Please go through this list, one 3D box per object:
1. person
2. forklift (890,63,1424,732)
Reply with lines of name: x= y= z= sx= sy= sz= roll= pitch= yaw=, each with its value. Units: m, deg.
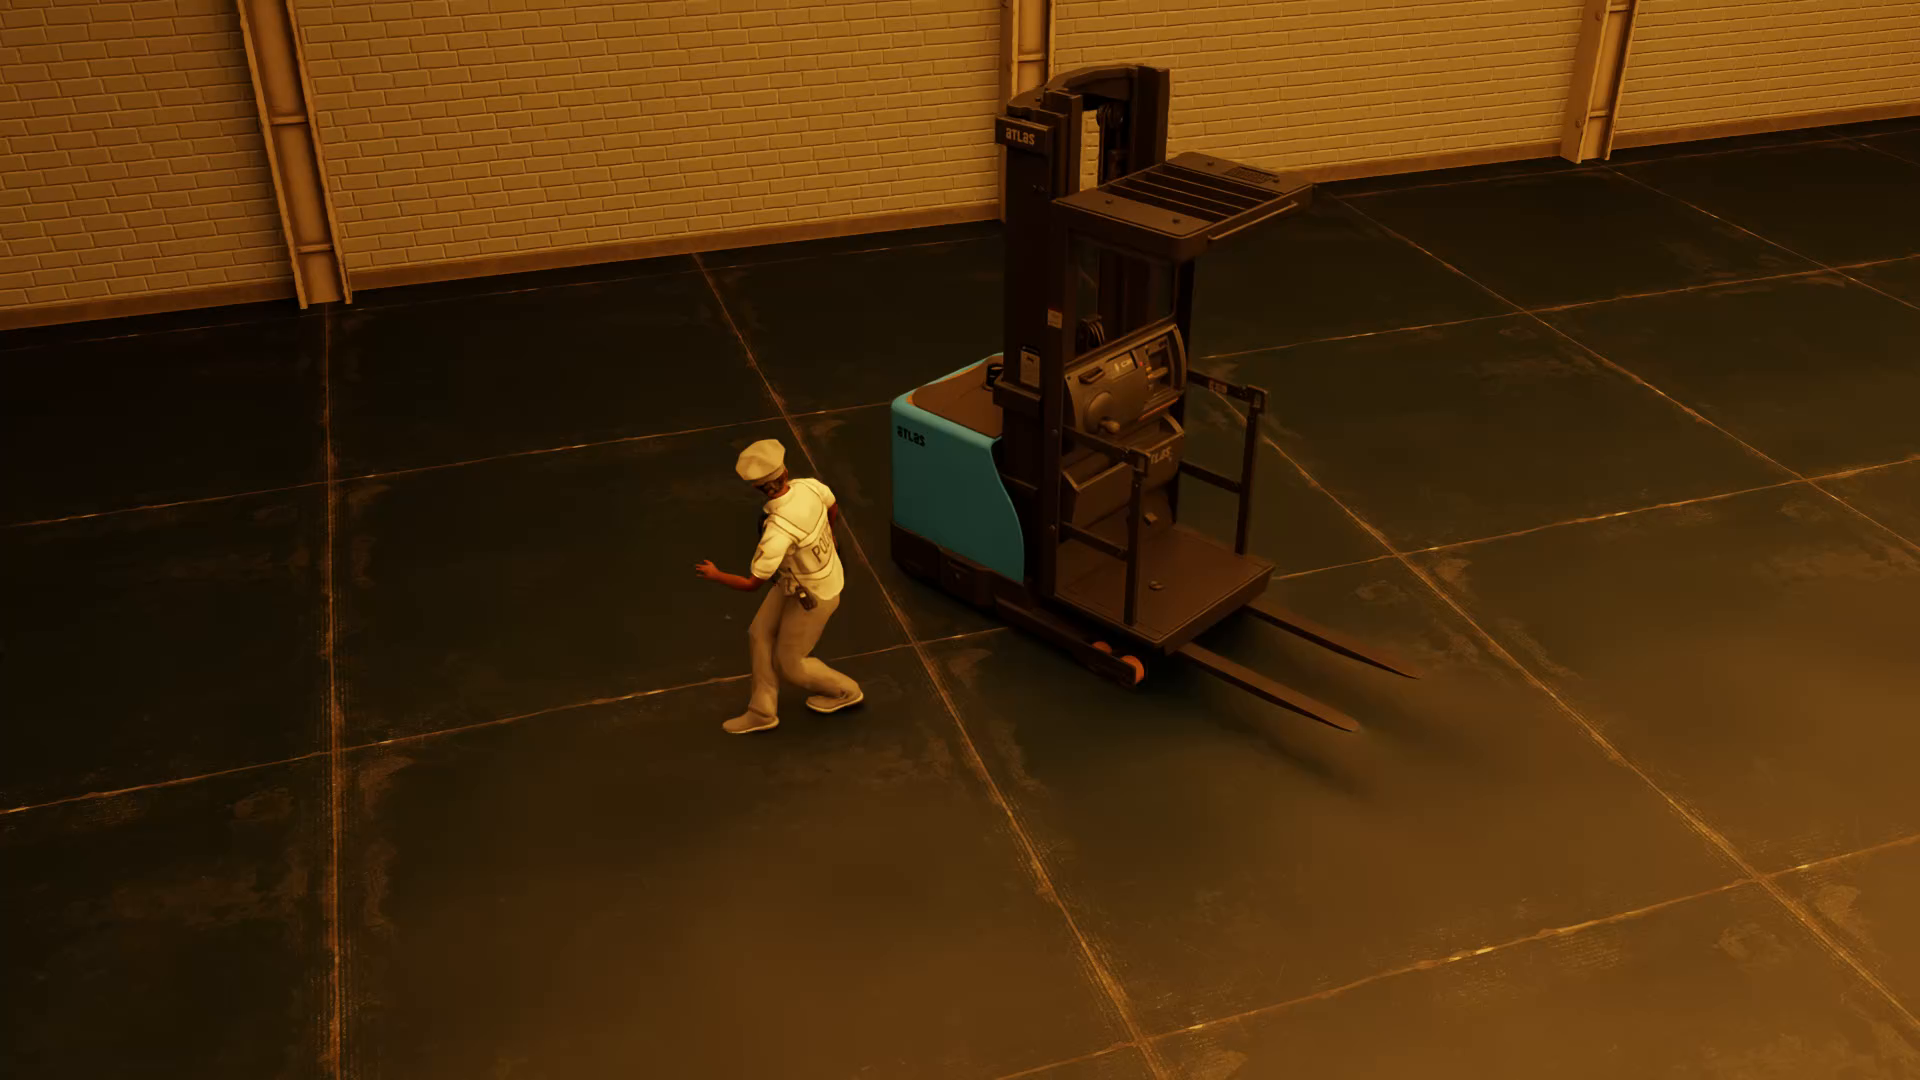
person: x=-0.894 y=0.189 z=8.179 sx=0.794 sy=1.562 sz=0.725 roll=-2 pitch=30 yaw=-3
forklift: x=1.017 y=-0.795 z=8.469 sx=3.031 sy=2.935 sz=1.130 roll=25 pitch=38 yaw=36
